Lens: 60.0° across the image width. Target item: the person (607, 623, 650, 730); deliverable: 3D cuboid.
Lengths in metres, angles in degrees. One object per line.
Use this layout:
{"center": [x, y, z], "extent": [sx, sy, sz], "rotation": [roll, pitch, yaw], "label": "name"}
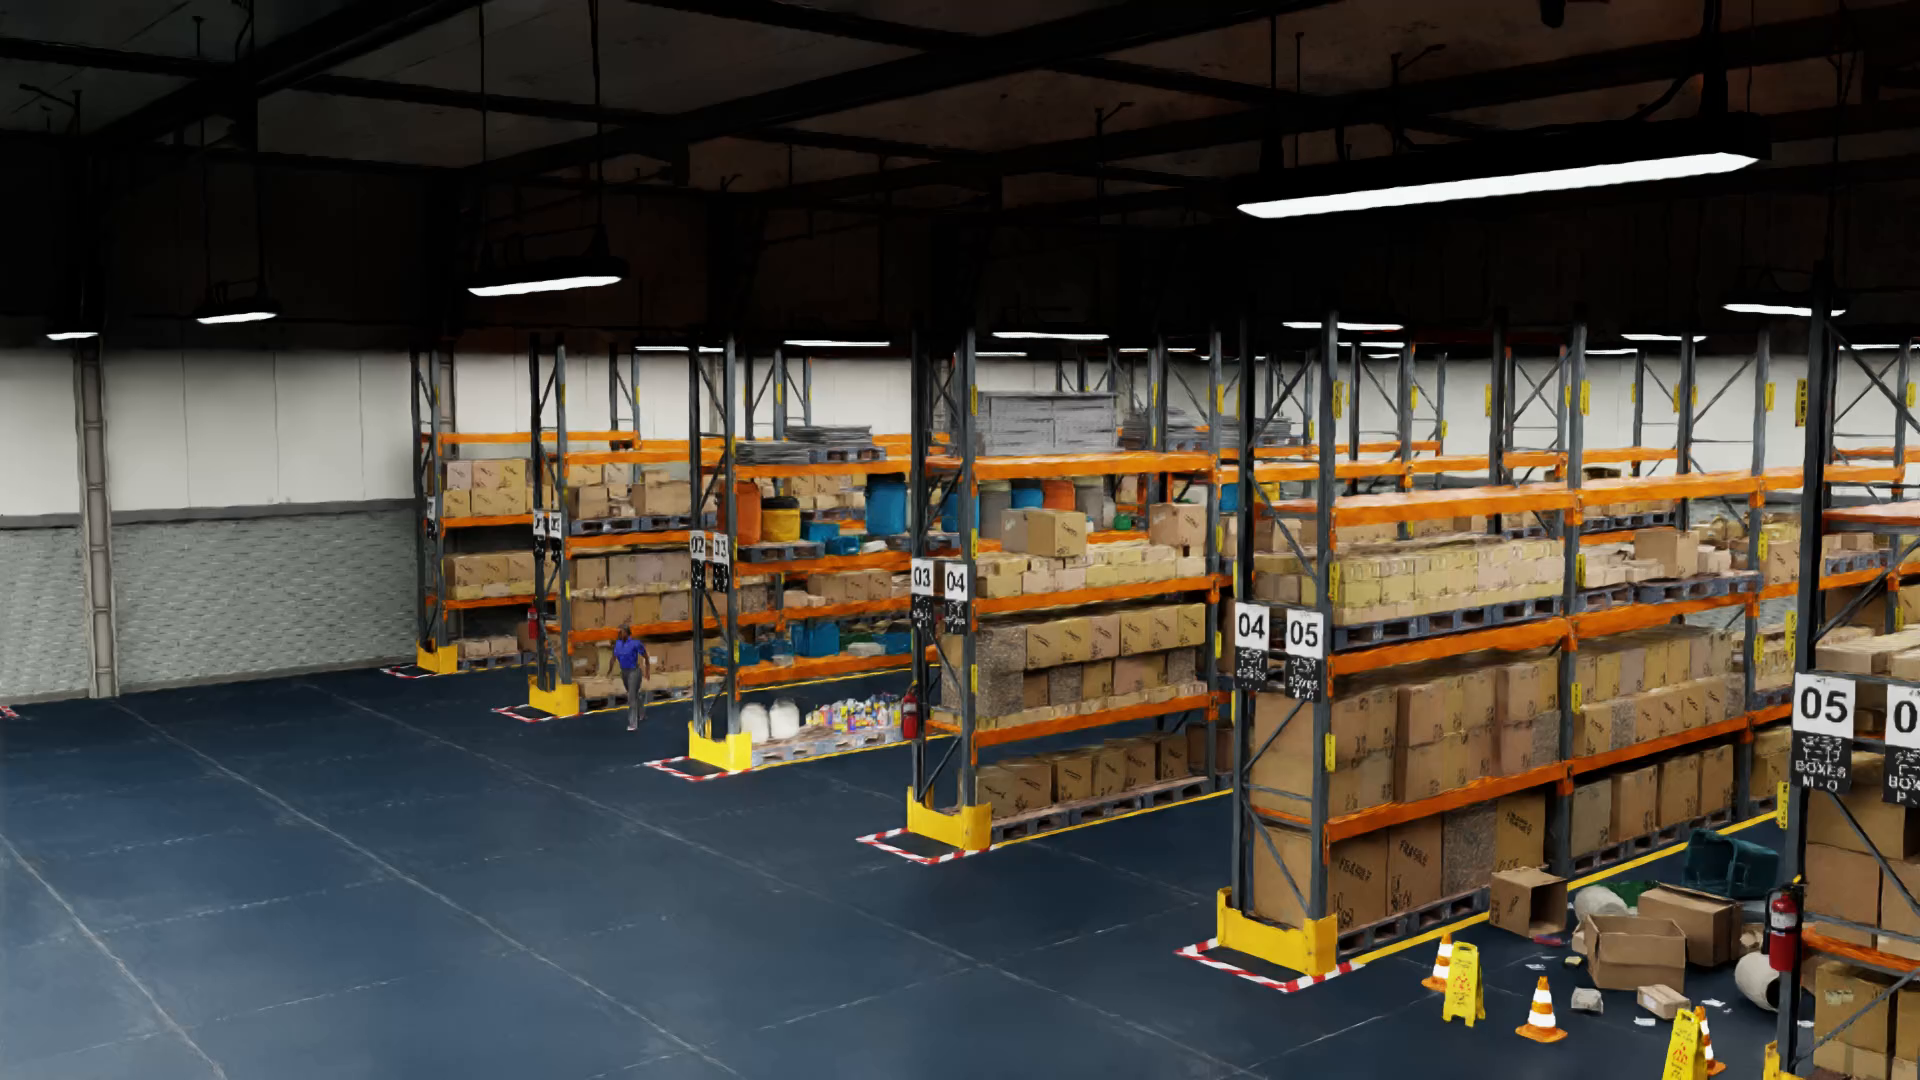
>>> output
{"center": [-4.959, 2.035, 25.232], "extent": [0.622, 1.584, 0.822], "rotation": [4, 6, 34], "label": "person"}
